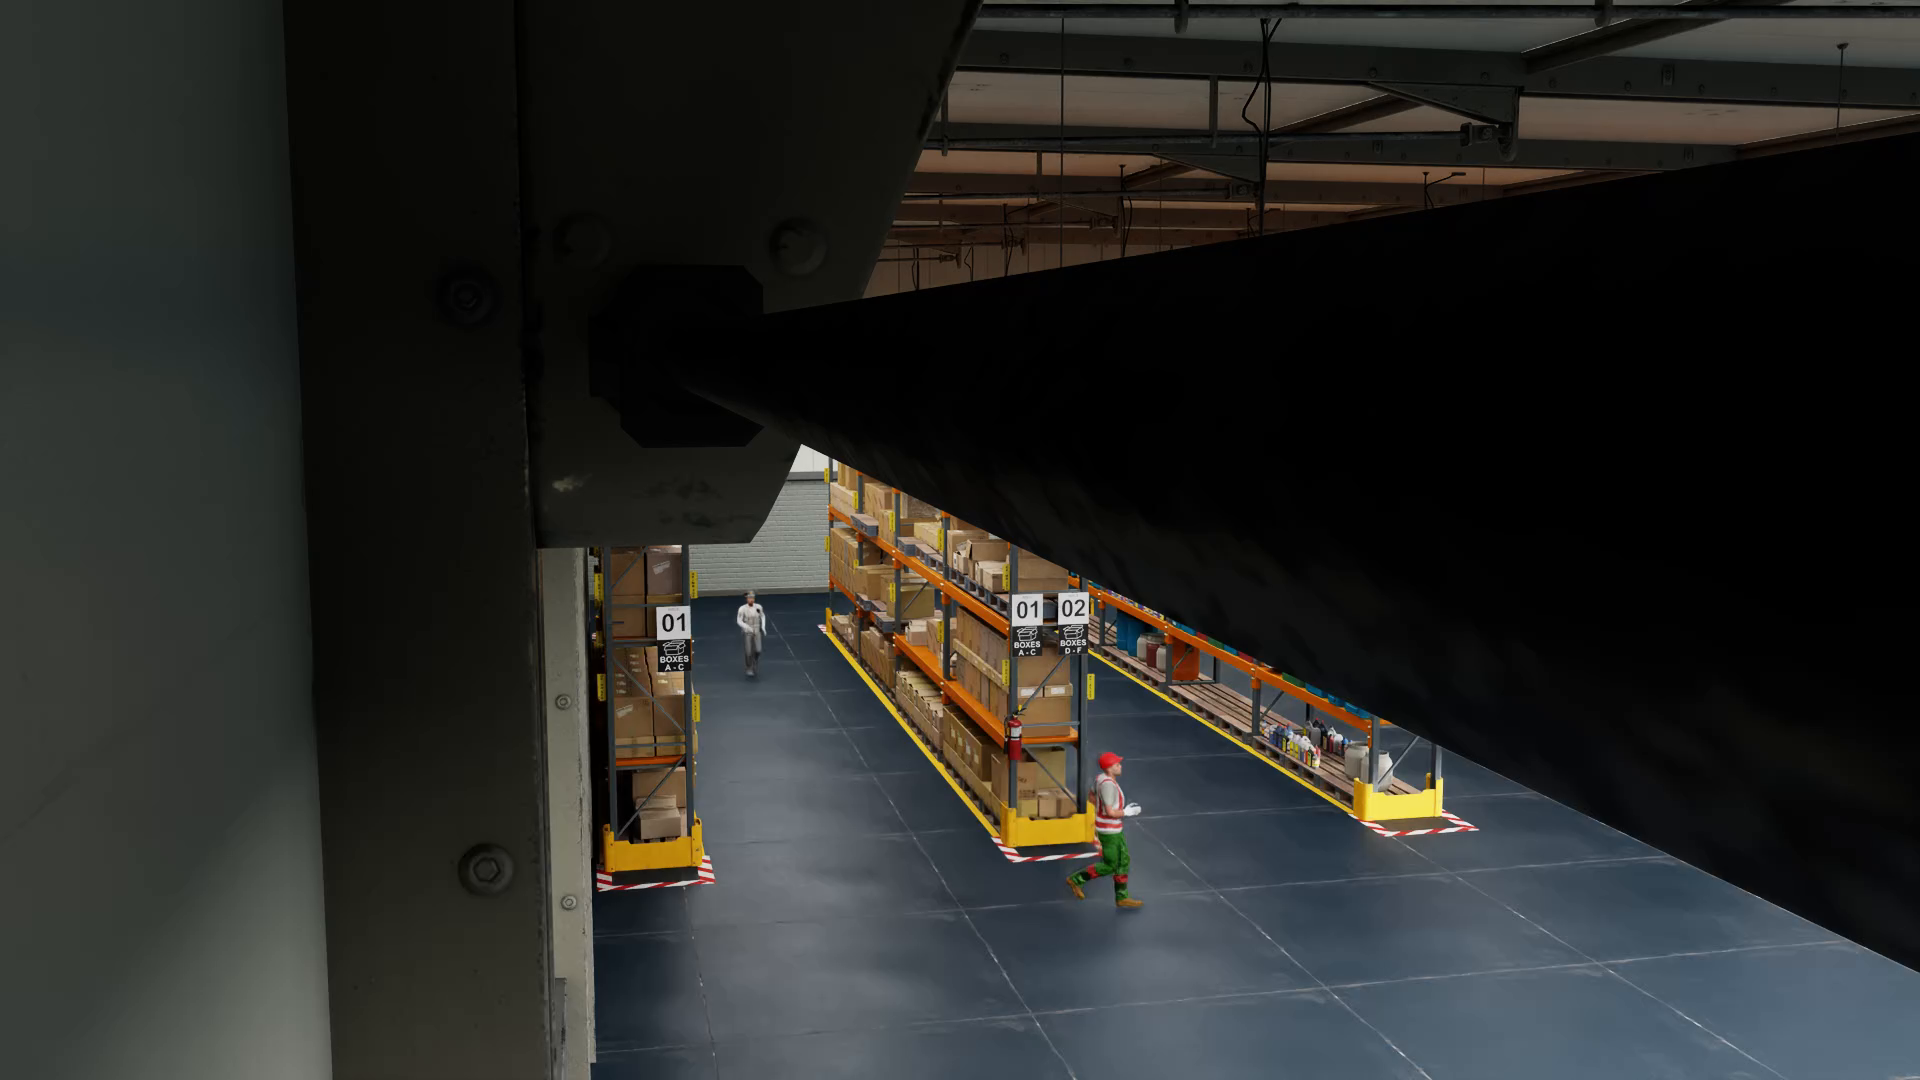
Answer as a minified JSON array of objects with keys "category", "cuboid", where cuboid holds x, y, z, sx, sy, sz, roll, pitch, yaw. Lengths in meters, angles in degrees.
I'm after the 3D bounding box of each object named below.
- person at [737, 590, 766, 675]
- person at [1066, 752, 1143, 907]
[{"category":"person","cuboid":[-3.938,1.765,31.581,0.593,1.646,0.618,-2,7,-20]},{"category":"person","cuboid":[1.625,3.242,18.623,0.860,1.765,0.659,0,7,4]}]
